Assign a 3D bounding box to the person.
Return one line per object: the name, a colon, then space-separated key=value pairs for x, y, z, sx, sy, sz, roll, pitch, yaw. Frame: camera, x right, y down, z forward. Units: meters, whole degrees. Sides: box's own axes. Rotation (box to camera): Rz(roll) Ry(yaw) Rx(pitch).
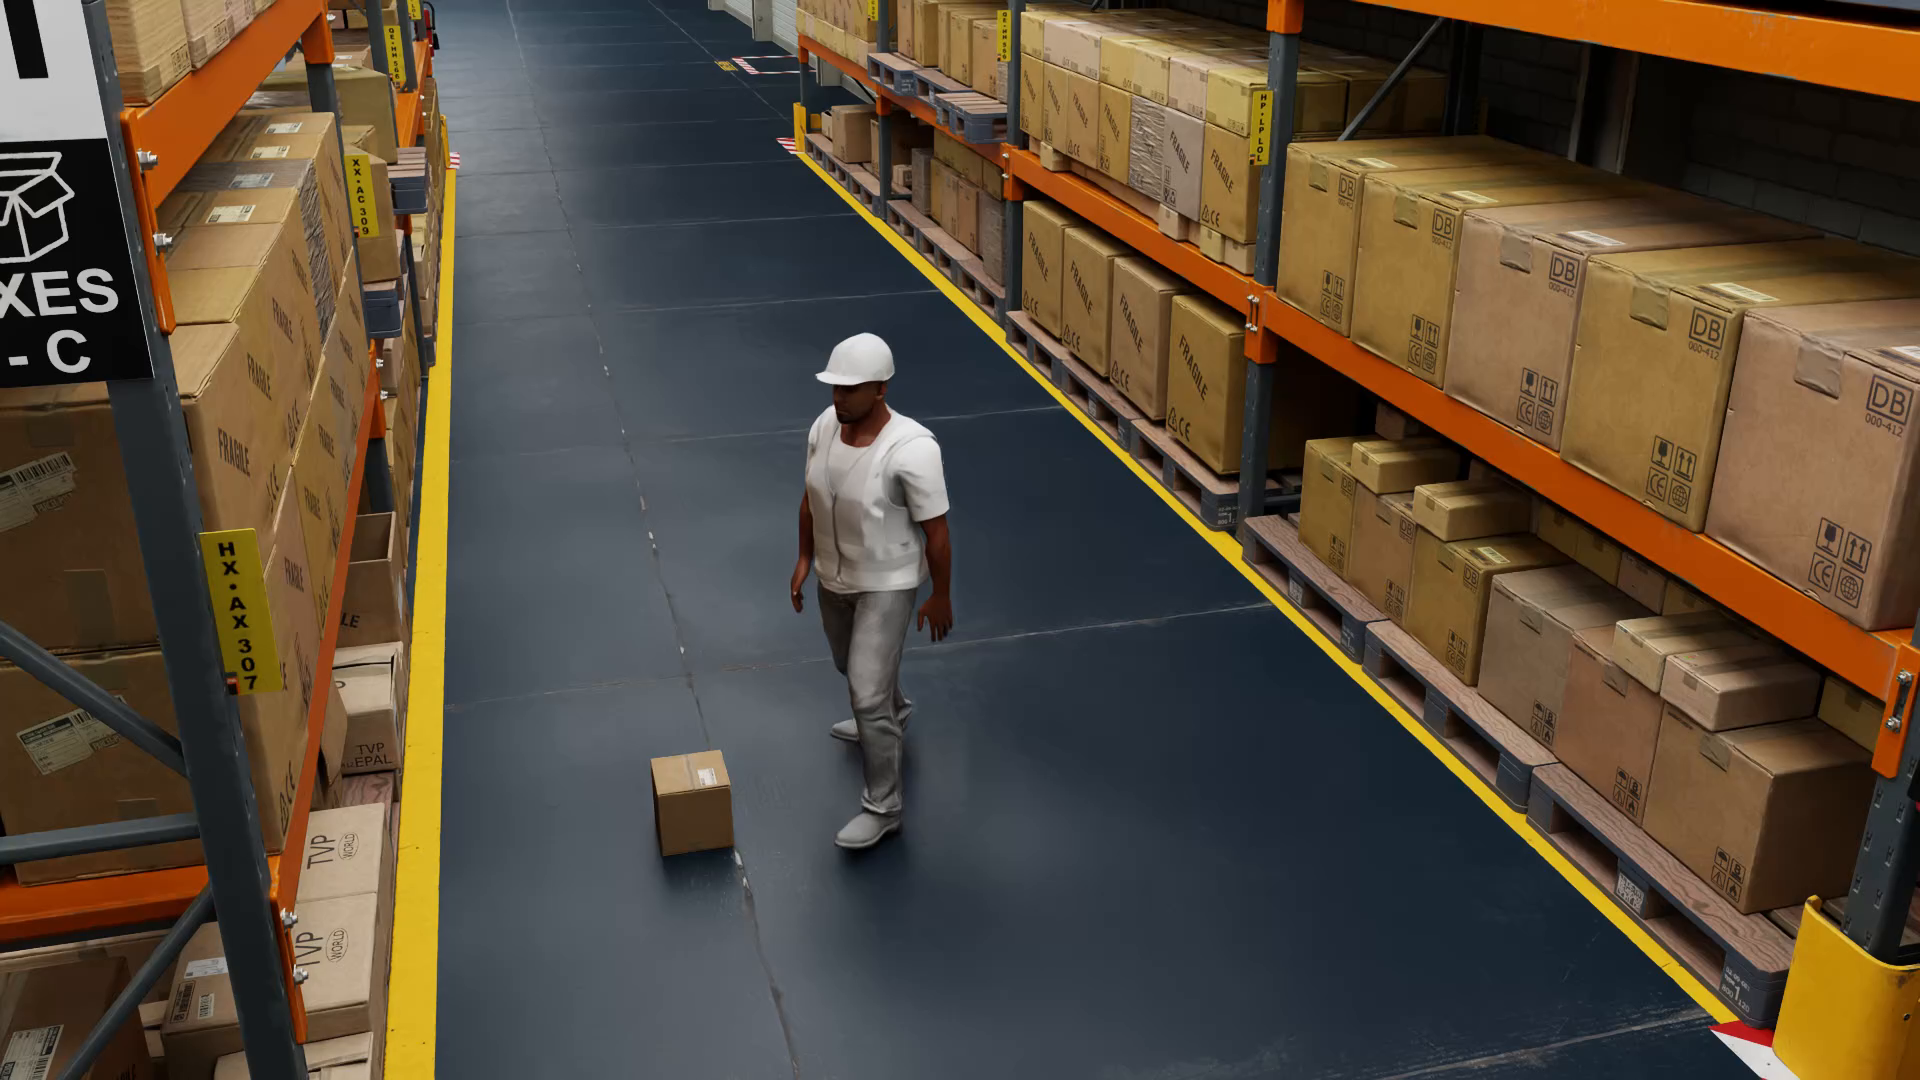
person: x=-0.343 y=0.119 z=5.794 sx=0.668 sy=1.732 sz=0.788 roll=19 pitch=29 yaw=38
